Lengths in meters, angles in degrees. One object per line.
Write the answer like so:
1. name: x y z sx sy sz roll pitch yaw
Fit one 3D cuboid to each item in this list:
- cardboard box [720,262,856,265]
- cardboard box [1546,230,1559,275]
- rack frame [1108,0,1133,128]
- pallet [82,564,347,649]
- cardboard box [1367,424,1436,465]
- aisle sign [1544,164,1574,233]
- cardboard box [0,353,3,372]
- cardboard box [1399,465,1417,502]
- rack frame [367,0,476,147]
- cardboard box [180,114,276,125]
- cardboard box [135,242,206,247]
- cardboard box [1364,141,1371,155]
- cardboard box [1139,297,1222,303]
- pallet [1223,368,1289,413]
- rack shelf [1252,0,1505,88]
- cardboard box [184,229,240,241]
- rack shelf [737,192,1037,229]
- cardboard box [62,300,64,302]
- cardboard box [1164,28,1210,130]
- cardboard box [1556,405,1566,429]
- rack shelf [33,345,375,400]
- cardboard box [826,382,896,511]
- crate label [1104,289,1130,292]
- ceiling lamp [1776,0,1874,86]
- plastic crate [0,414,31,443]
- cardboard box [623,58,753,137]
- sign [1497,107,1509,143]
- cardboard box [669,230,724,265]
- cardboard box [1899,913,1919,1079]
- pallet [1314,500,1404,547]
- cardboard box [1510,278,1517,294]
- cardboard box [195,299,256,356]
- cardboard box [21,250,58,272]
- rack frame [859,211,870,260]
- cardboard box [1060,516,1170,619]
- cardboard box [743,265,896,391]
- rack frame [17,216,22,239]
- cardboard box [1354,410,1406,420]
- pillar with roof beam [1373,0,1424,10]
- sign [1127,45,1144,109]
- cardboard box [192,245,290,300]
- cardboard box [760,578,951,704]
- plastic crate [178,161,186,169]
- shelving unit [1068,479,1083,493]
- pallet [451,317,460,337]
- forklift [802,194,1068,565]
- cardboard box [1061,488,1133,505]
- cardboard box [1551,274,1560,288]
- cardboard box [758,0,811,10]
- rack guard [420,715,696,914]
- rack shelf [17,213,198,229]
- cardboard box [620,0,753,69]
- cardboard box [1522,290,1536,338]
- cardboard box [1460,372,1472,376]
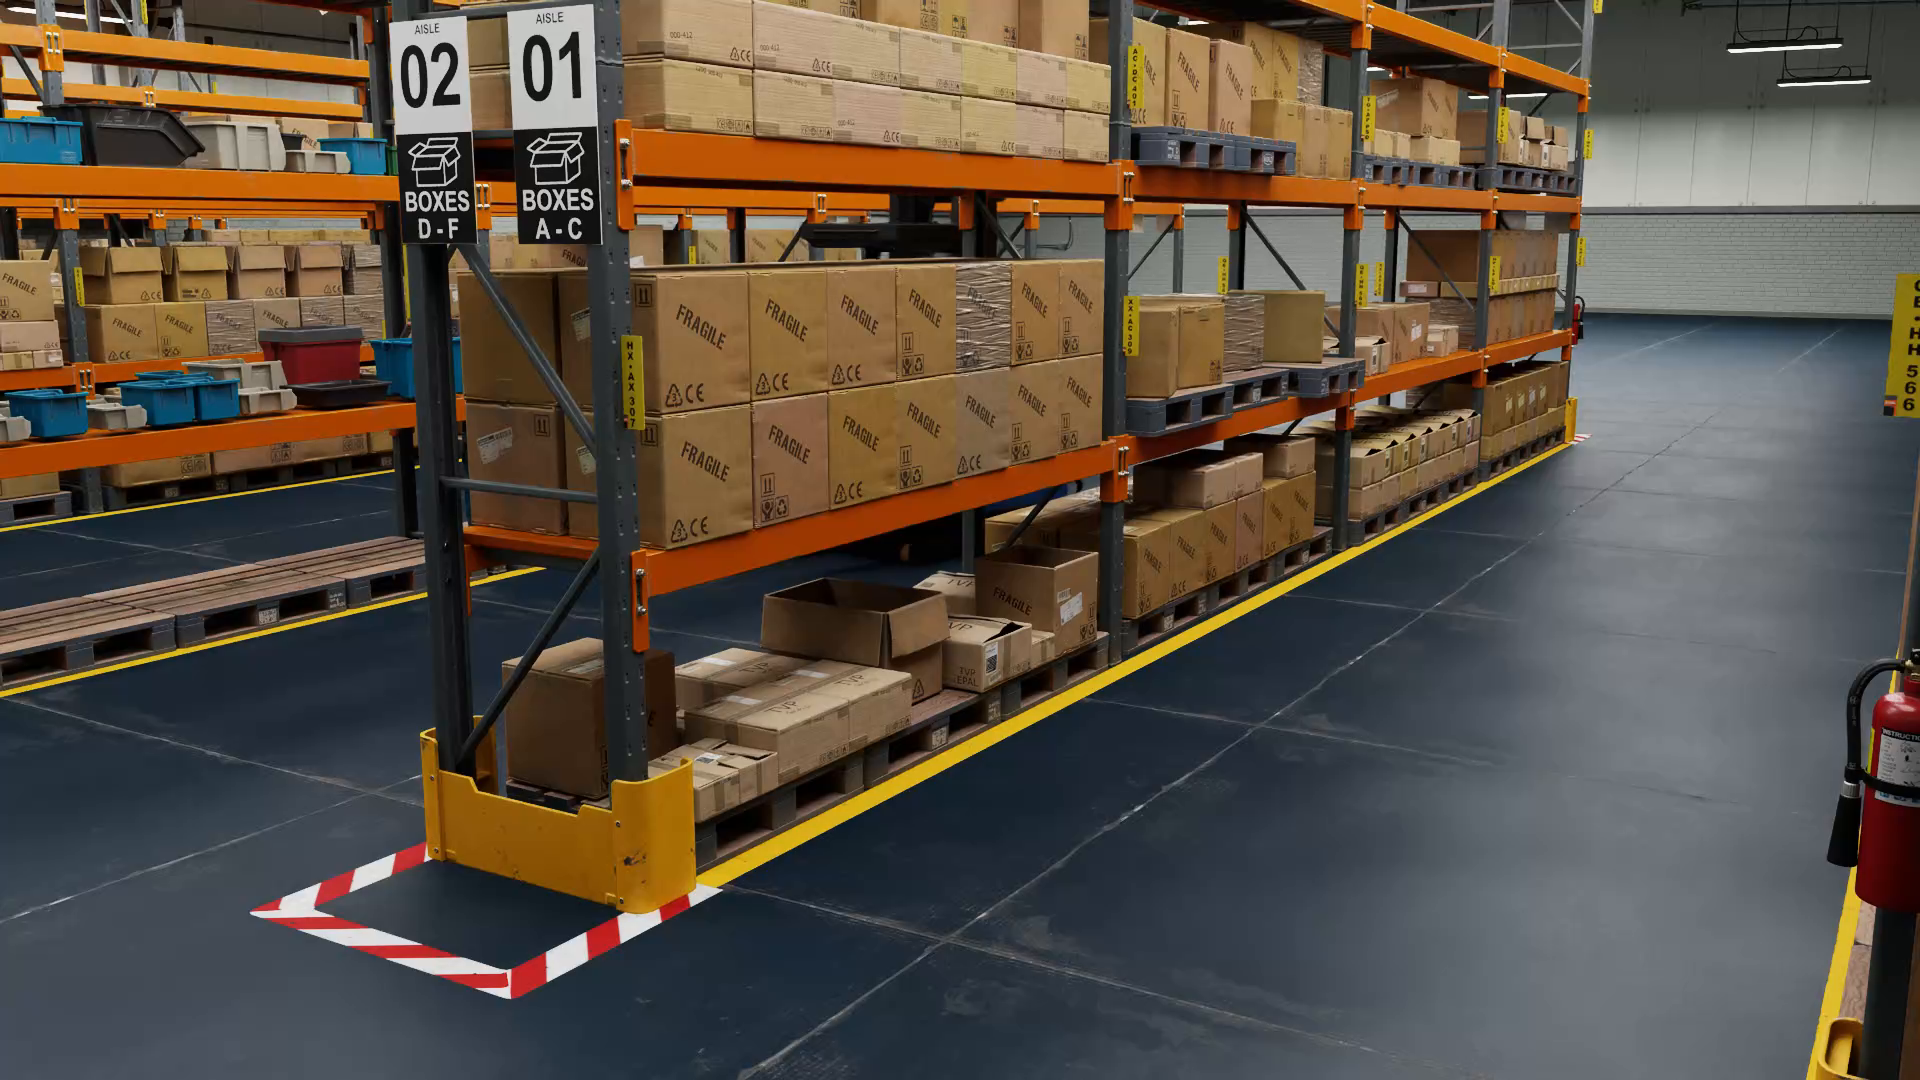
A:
1. cardboard box: -0.816 -1.053 7.855 0.500 0.500 0.500 7 13 32
2. cardboard box: 6.421 -3.297 19.031 0.700 0.500 0.500 6 12 31
3. rack frame: 0.471 -3.752 8.956 1.000 3.000 0.127 6 12 31
4. pallet: -4.741 0.405 10.630 1.003 0.211 1.213 6 12 31
5. cardboard box: 3.870 -0.862 14.627 0.500 0.311 0.500 6 12 30
6. aisle sign: 6.987 -3.951 19.256 0.394 0.787 0.004 6 12 31
7. cardboard box: -8.139 -1.467 13.735 0.380 0.149 0.250 6 12 30
8. cardboard box: 3.596 -0.503 14.236 0.500 0.250 0.500 6 12 29
9. rack frame: -3.760 -4.226 11.487 1.000 3.000 0.127 6 12 31
10. cardboard box: -6.959 -3.788 15.876 0.797 0.503 0.637 6 12 30
11. cardboard box: -9.862 -3.480 20.814 0.700 0.500 0.500 6 12 30
12. cardboard box: 2.992 -3.200 13.427 0.500 0.250 0.500 7 13 32
13. cardboard box: 1.336 -1.343 10.976 0.700 0.500 0.500 3 11 16
14. pallet: 1.542 -1.032 11.250 1.003 0.211 1.213 6 12 31
15. rack shelf: 3.586 -4.146 14.100 1.077 0.370 4.000 6 12 31
16. cardboard box: -11.896 -4.691 26.475 0.700 0.500 0.500 6 12 30
17. rack shelf: -0.645 -3.342 16.870 1.077 0.370 4.000 6 12 31
18. cardboard box: -10.363 -2.712 19.247 0.380 0.149 0.250 6 12 30
19. cardboard box: 1.123 -2.762 10.134 0.600 0.600 0.600 6 12 30
20. cardboard box: 6.676 -1.433 19.202 0.500 0.250 0.500 6 12 31
21. rack shelf: -6.955 -1.711 16.313 1.077 0.370 4.000 6 12 31
22. cardboard box: -0.623 -0.428 7.234 0.500 0.500 0.500 6 12 31
23. crate label: 1.745 -2.867 20.433 0.502 0.435 0.616 6 12 31
24. ceiling lamp: 20.643 -12.427 39.433 2.000 3.185 0.800 6 12 31
25. plastic crate: -5.190 -0.598 8.965 0.250 0.136 0.298 6 12 31
26. cardboard box: -1.121 -1.631 6.188 0.500 0.250 0.500 6 12 31
27. sign: 5.094 -3.894 15.608 0.100 0.325 0.005 6 12 31
28. cardboard box: -3.389 -3.742 21.407 0.500 0.500 0.500 6 12 31
29. cardboard box: 2.908 1.201 4.454 0.700 0.500 0.500 6 12 31
30. pallet: 3.009 -0.188 13.797 1.003 0.211 1.213 6 12 31
31. cardboard box: 5.595 -2.656 17.372 0.380 0.149 0.250 6 12 29
32. cardboard box: -7.020 -2.006 15.660 0.500 0.500 0.500 6 12 29
33. cardboard box: -13.420 -3.943 24.060 0.500 0.500 0.500 7 12 32
34. rack frame: -1.763 -3.638 24.648 1.000 3.000 0.127 6 12 31
35. cardboard box: 0.931 0.156 9.980 0.500 0.500 0.500 6 12 28
36. cardboard box: -0.621 -0.921 7.146 0.500 0.500 0.500 7 12 31
37. rack frame: -16.554 -4.429 28.875 1.000 3.000 0.127 6 12 31
38. cardboard box: 3.933 -1.073 15.754 0.500 0.311 0.500 6 12 30
39. pillar with roof beam: 10.480 -15.802 49.682 6.894 0.400 0.400 6 12 31
40. sign: 0.939 -2.481 8.914 0.100 0.325 0.005 6 12 31
41. cardboard box: -6.993 -2.600 16.107 0.797 0.503 0.637 7 13 33
42. cardboard box: -0.500 0.503 8.117 0.797 0.503 0.637 6 12 31
43. plastic crate: -4.976 -2.342 10.290 0.437 0.136 0.530 6 12 31
44. shelving unit: 0.761 -1.201 14.064 0.431 2.100 0.503 5 11 26
45. pallet: -5.638 -2.407 18.598 1.213 0.211 1.003 6 12 31
46. forklift: -0.507 -1.360 12.665 3.031 2.935 1.130 -10 15 -44
47. cardboard box: 1.007 -0.052 11.091 0.500 0.500 0.500 7 12 31
48. cardboard box: 6.666 -2.980 19.102 0.380 0.149 0.250 6 12 30
49. cardboard box: -1.021 -2.342 6.588 0.700 0.500 0.500 6 12 31
50. rack guard: -1.566 1.042 6.442 1.175 0.500 0.348 6 12 31
51. rack shelf: -13.348 -4.762 24.455 1.077 0.370 4.000 6 12 31
52. cardboard box: -1.116 -1.877 6.139 0.500 0.250 0.500 6 12 31
53. cardboard box: 5.917 -2.507 18.337 0.700 0.500 0.500 6 12 31
54. cardboard box: 5.205 -1.535 17.712 0.500 0.500 0.500 6 12 31
